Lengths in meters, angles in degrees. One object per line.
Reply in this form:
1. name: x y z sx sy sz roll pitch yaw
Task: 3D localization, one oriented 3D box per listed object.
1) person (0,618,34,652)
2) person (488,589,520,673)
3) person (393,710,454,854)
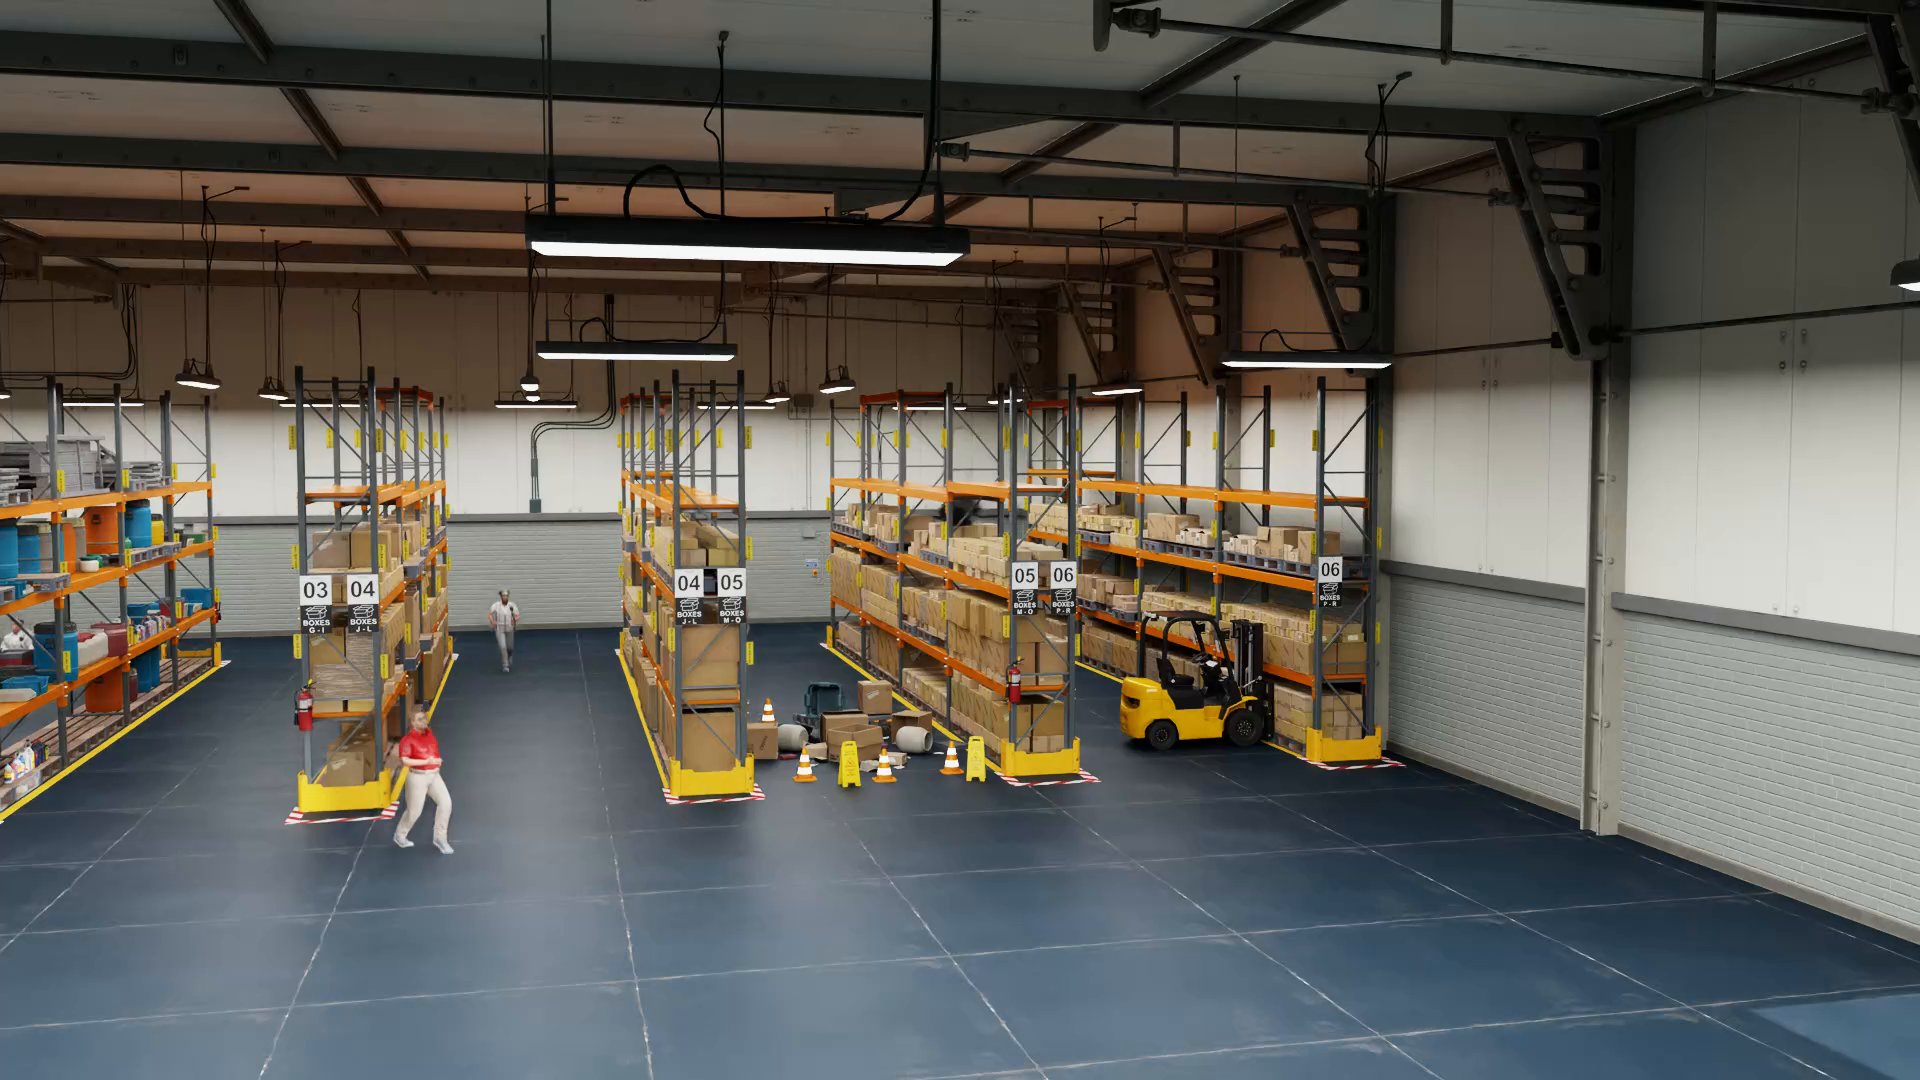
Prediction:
1. person: -17.800 2.311 31.407 0.618 1.679 0.761 -1 4 -16
2. person: -9.952 1.965 36.307 0.669 1.786 0.909 -1 4 -22
3. person: -6.551 2.955 20.271 0.803 1.773 0.668 2 4 30
